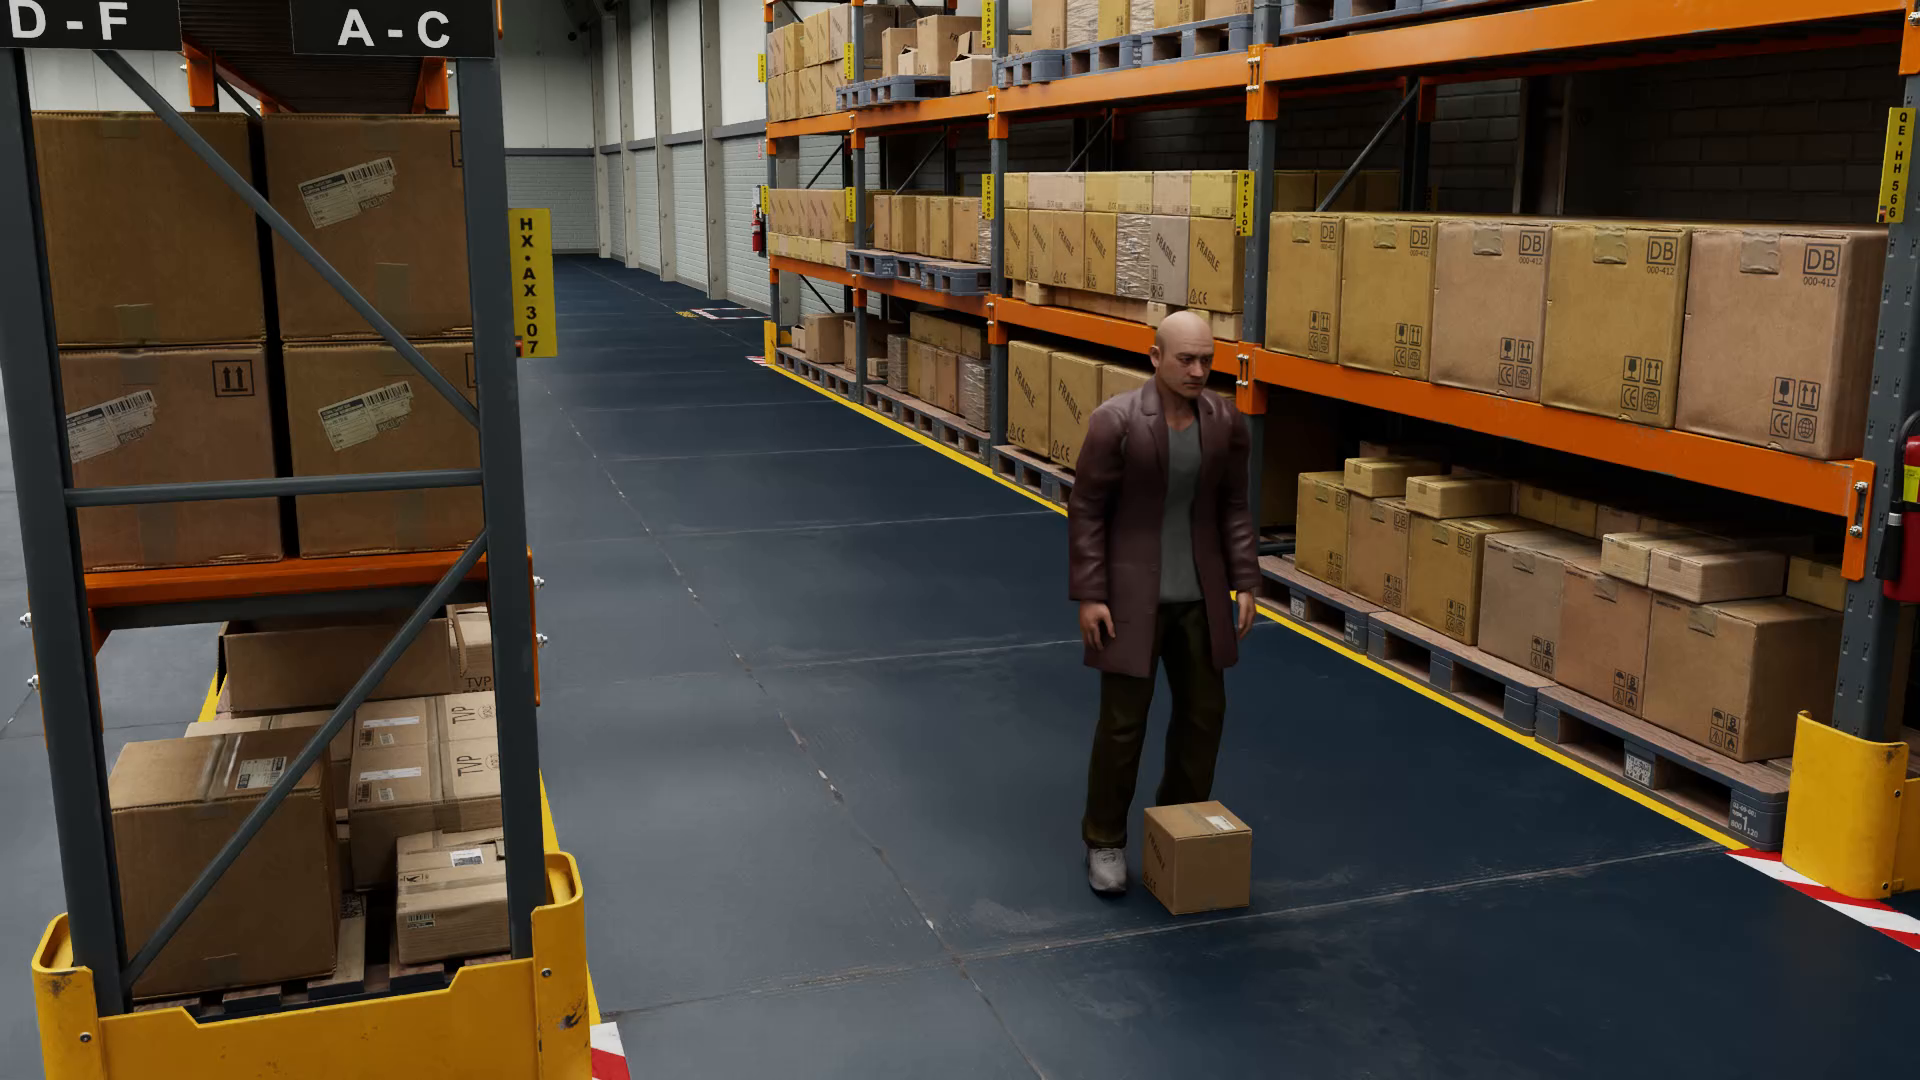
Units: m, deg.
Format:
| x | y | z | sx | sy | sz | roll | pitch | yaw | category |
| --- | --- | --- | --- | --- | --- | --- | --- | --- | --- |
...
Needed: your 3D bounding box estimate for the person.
| x | y | z | sx | sy | sz | roll | pitch | yaw | category |
| --- | --- | --- | --- | --- | --- | --- | --- | --- | --- |
| 0.637 | 0.179 | 5.170 | 0.644 | 1.774 | 0.424 | -4 | 13 | -18 | person |
